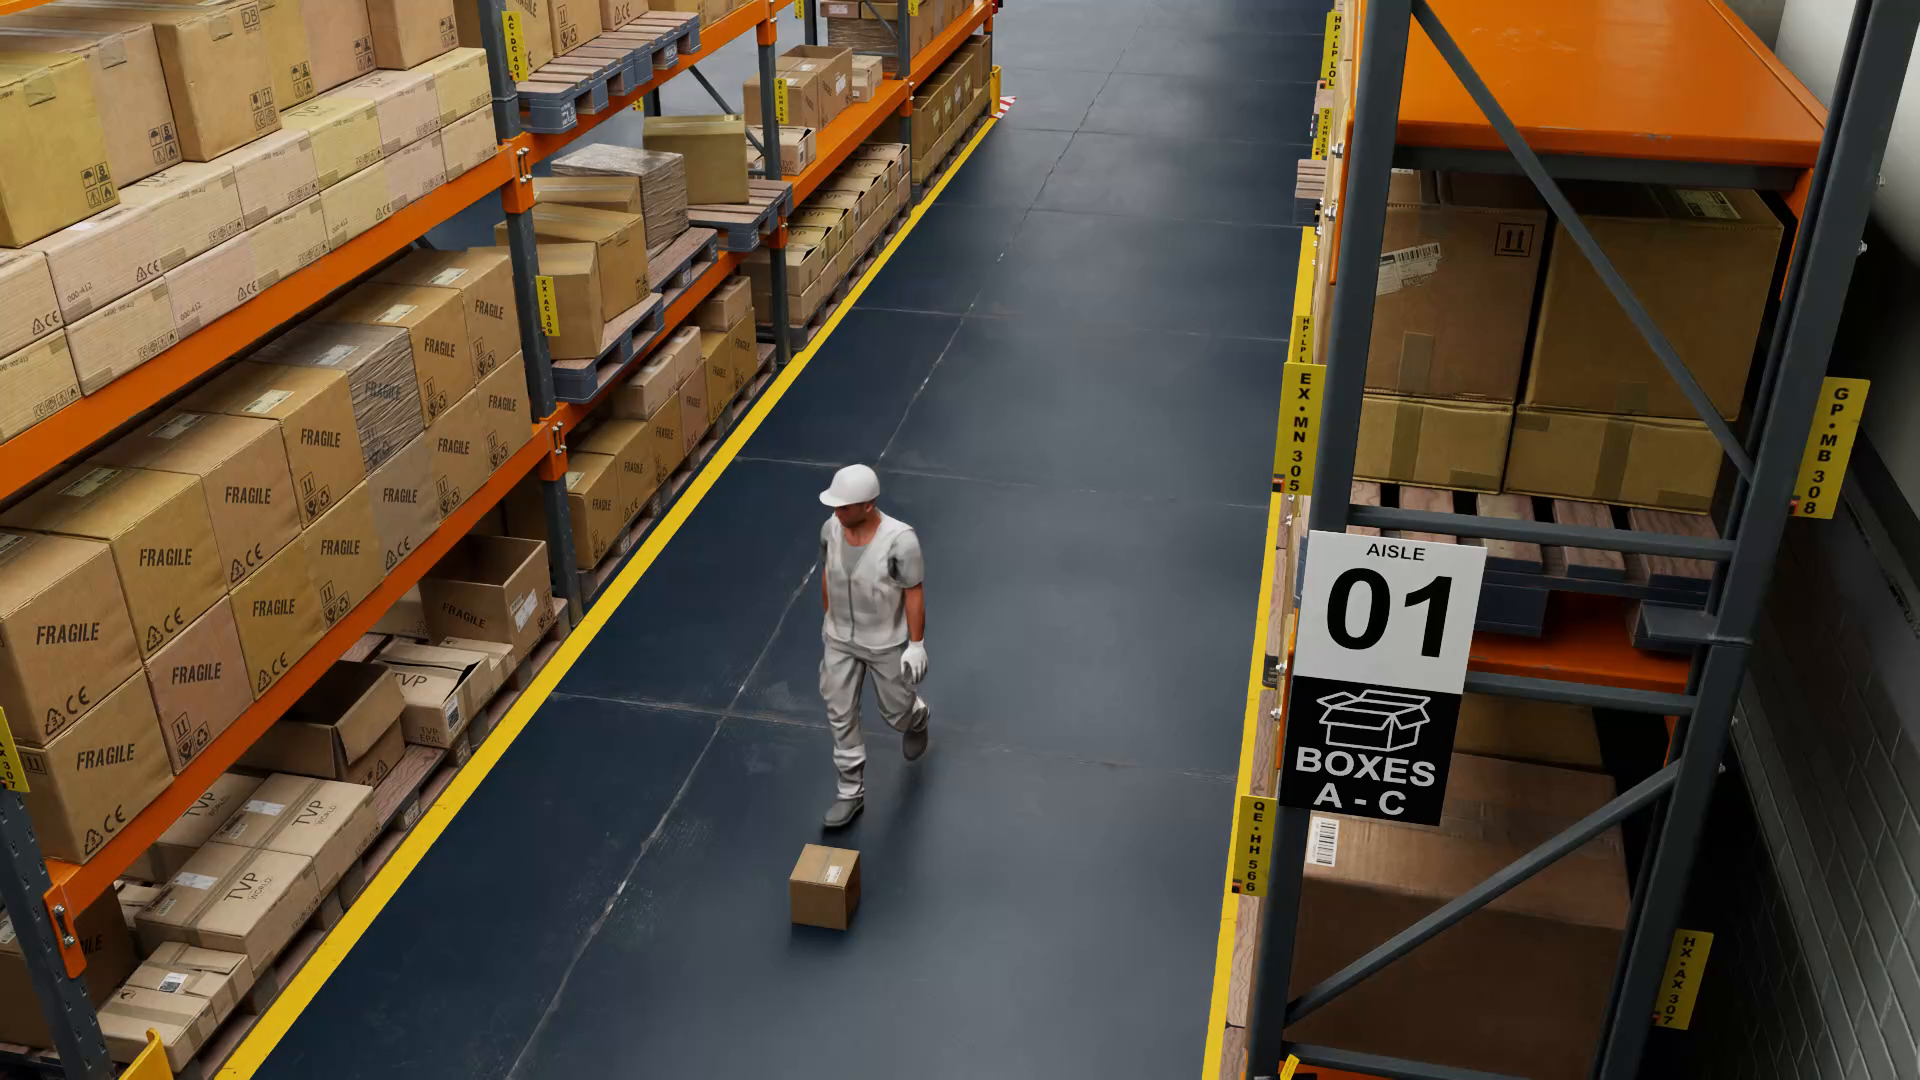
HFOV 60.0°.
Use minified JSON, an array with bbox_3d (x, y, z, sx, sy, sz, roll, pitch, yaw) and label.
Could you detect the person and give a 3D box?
[{"bbox_3d":[-0.407,0.450,7.764,0.596,1.772,0.840,11,31,20],"label":"person"}]
